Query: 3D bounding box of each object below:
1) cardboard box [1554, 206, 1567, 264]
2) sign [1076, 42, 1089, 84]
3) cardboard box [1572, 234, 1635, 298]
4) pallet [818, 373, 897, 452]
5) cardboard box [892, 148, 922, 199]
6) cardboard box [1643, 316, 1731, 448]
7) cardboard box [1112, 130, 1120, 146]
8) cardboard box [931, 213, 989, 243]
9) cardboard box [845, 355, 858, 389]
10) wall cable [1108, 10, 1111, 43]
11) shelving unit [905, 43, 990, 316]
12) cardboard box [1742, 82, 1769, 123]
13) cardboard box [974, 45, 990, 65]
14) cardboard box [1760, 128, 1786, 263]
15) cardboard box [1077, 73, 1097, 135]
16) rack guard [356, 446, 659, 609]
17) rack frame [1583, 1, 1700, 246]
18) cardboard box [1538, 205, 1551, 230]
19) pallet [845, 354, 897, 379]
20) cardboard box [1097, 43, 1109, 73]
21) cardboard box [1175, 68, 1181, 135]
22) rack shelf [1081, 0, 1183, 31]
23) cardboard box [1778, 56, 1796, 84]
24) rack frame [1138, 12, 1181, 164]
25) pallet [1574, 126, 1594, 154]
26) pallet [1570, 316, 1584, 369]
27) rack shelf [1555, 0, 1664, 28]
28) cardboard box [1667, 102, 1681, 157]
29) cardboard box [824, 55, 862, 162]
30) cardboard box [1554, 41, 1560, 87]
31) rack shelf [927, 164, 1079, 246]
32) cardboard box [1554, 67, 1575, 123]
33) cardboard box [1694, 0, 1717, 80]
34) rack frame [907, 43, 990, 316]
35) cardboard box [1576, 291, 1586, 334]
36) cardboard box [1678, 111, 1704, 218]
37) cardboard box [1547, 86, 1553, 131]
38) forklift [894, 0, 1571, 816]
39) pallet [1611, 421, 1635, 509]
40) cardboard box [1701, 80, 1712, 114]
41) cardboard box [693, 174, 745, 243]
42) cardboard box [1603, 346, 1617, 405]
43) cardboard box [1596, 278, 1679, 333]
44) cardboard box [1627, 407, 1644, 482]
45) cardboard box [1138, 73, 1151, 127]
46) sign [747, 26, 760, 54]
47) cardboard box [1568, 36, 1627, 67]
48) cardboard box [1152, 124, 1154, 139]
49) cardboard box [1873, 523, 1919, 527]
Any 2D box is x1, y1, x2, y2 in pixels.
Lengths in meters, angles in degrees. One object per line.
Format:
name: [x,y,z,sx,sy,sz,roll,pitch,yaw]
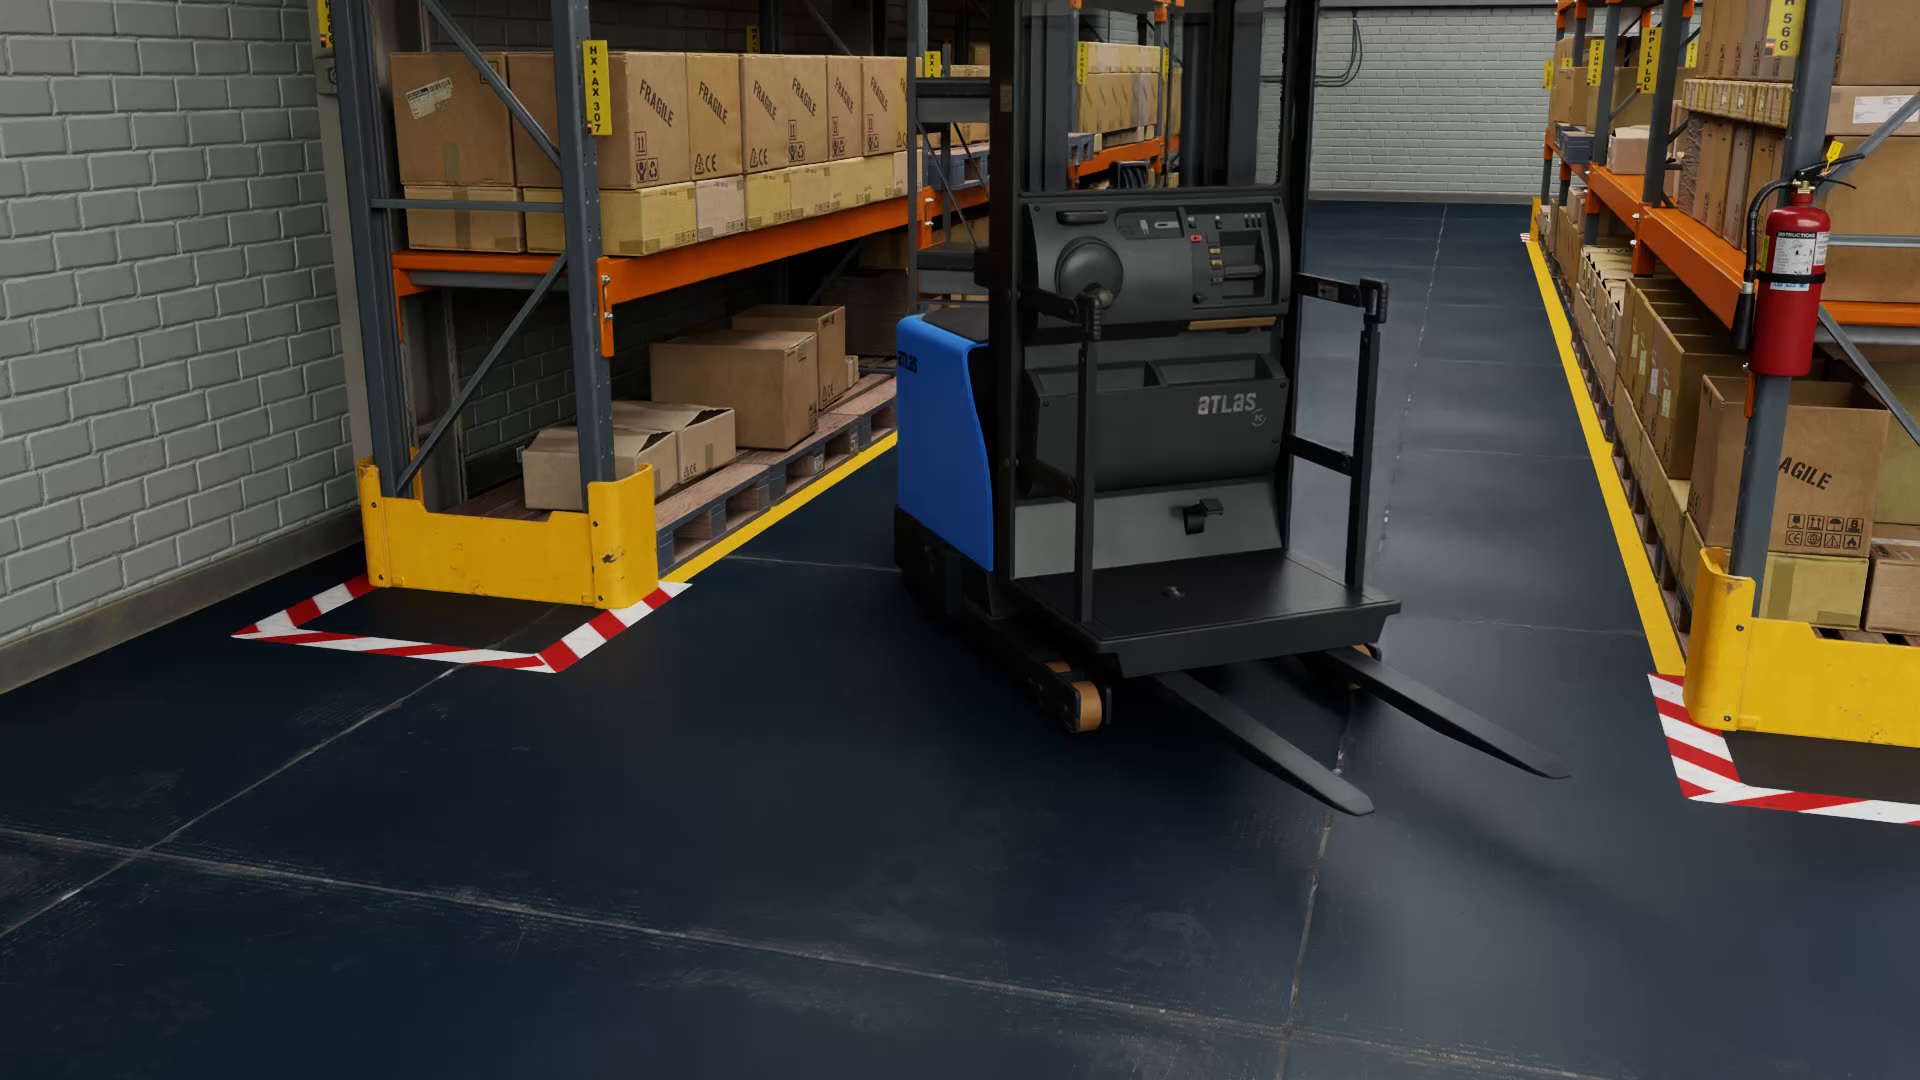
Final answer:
cardboard box: [5.969,-2.900,15.832,0.500,0.500,0.500,4,16,13]
sign: [0.976,-3.815,13.305,0.100,0.325,0.005,5,16,16]
cardboard box: [5.244,-2.224,13.449,0.500,0.500,0.500,5,17,18]
pallet: [-0.841,-0.769,9.654,1.003,0.211,1.213,5,16,16]
cardboard box: [-0.528,-2.079,9.401,0.500,0.250,0.500,5,16,16]
cardboard box: [3.210,-0.656,7.041,0.500,0.500,0.500,5,16,16]
cardboard box: [1.275,-3.763,15.522,0.380,0.149,0.250,5,17,18]
cardboard box: [-0.065,-2.234,12.108,0.500,0.250,0.500,5,16,16]
cardboard box: [-0.807,-0.995,9.727,0.380,0.166,0.250,2,16,9]
wall cable: [2.183,-6.326,22.272,0.084,1.984,1.851,5,16,16]
shelving unit: [0.047,-1.053,7.196,0.431,2.100,0.503,5,16,16]
cardboard box: [3.222,-1.673,6.359,0.380,0.149,0.250,5,17,17]
cardboard box: [0.306,-3.729,12.803,0.380,0.149,0.250,2,16,7]
cardboard box: [3.219,-1.166,5.761,0.700,0.500,0.500,5,17,17]
cardboard box: [0.836,-3.644,13.913,0.500,0.500,0.500,5,17,18]
rack guard: [-1.799,-0.060,6.624,1.175,0.500,0.348,5,16,16]
rack frame: [5.203,-2.952,12.241,1.000,3.000,0.127,5,16,16]
cardboard box: [6.908,-3.683,19.050,0.500,0.250,0.500,5,16,16]
pallet: [-0.464,-1.151,11.002,1.003,0.211,1.213,5,16,16]
cardboard box: [0.981,-4.137,14.277,0.500,0.250,0.500,4,16,15]
cardboard box: [1.972,-4.858,18.408,0.980,0.700,0.700,4,16,14]
rack shelf: [2.158,-6.002,18.815,1.077,0.370,4.000,5,16,16]
cardboard box: [3.234,-1.805,5.634,0.700,0.500,0.500,4,16,14]
rack frame: [2.726,-5.429,20.971,1.000,3.000,0.127,5,16,16]
pallet: [5.751,-3.369,14.062,1.003,0.211,1.213,5,16,16]
pallet: [4.932,-1.398,11.873,1.003,0.211,1.213,5,16,16]
rack shelf: [6.908,-5.619,17.464,1.077,0.370,4.000,5,16,16]
cardboard box: [4.592,-2.422,10.190,0.500,0.500,0.500,5,16,16]
cardboard box: [-0.812,-2.178,8.374,0.500,0.500,0.500,4,16,14]
cardboard box: [6.957,-5.341,18.649,0.500,0.500,0.500,5,17,16]
rack shelf: [-0.116,-2.466,11.846,1.077,0.370,4.000,5,16,16]
cardboard box: [5.991,-4.142,15.484,0.700,0.500,0.500,-1,16,-3]
cardboard box: [3.946,-2.462,7.950,0.700,0.500,0.500,5,17,16]
rack frame: [-0.022,-0.990,6.970,0.400,2.100,0.015,5,16,16]
cardboard box: [4.631,-1.586,11.692,0.500,0.250,0.500,4,16,14]
cardboard box: [3.946,-1.837,8.127,0.700,0.500,0.500,4,16,14]
cardboard box: [7.098,-4.998,19.269,0.500,0.500,0.500,5,17,17]
forklift: [0.742,-0.934,5.251,1.130,2.935,3.031,-6,17,-20]
pallet: [3.800,-0.360,8.210,1.003,0.211,1.213,5,16,16]
cardboard box: [3.588,-2.009,7.542,0.380,0.149,0.250,4,16,15]
cardboard box: [-1.244,-1.420,7.077,0.500,0.250,0.500,4,16,14]
cardboard box: [3.906,-0.916,9.331,0.500,0.250,0.500,4,16,15]
cardboard box: [4.193,-1.450,10.186,0.500,0.311,0.500,5,16,16]
cardboard box: [3.350,-0.426,7.605,0.500,0.250,0.500,5,16,16]
cardboard box: [1.564,-4.308,16.257,0.500,0.500,0.500,5,17,16]
sign: [-1.217,-2.888,9.893,0.100,0.325,0.005,5,16,16]
cardboard box: [6.235,-4.680,16.318,0.500,0.500,0.500,5,17,16]
cardboard box: [1.765,-4.160,16.924,0.380,0.149,0.250,5,17,16]
cardboard box: [3.434,0.007,6.076,0.500,0.250,0.500,5,16,16]
